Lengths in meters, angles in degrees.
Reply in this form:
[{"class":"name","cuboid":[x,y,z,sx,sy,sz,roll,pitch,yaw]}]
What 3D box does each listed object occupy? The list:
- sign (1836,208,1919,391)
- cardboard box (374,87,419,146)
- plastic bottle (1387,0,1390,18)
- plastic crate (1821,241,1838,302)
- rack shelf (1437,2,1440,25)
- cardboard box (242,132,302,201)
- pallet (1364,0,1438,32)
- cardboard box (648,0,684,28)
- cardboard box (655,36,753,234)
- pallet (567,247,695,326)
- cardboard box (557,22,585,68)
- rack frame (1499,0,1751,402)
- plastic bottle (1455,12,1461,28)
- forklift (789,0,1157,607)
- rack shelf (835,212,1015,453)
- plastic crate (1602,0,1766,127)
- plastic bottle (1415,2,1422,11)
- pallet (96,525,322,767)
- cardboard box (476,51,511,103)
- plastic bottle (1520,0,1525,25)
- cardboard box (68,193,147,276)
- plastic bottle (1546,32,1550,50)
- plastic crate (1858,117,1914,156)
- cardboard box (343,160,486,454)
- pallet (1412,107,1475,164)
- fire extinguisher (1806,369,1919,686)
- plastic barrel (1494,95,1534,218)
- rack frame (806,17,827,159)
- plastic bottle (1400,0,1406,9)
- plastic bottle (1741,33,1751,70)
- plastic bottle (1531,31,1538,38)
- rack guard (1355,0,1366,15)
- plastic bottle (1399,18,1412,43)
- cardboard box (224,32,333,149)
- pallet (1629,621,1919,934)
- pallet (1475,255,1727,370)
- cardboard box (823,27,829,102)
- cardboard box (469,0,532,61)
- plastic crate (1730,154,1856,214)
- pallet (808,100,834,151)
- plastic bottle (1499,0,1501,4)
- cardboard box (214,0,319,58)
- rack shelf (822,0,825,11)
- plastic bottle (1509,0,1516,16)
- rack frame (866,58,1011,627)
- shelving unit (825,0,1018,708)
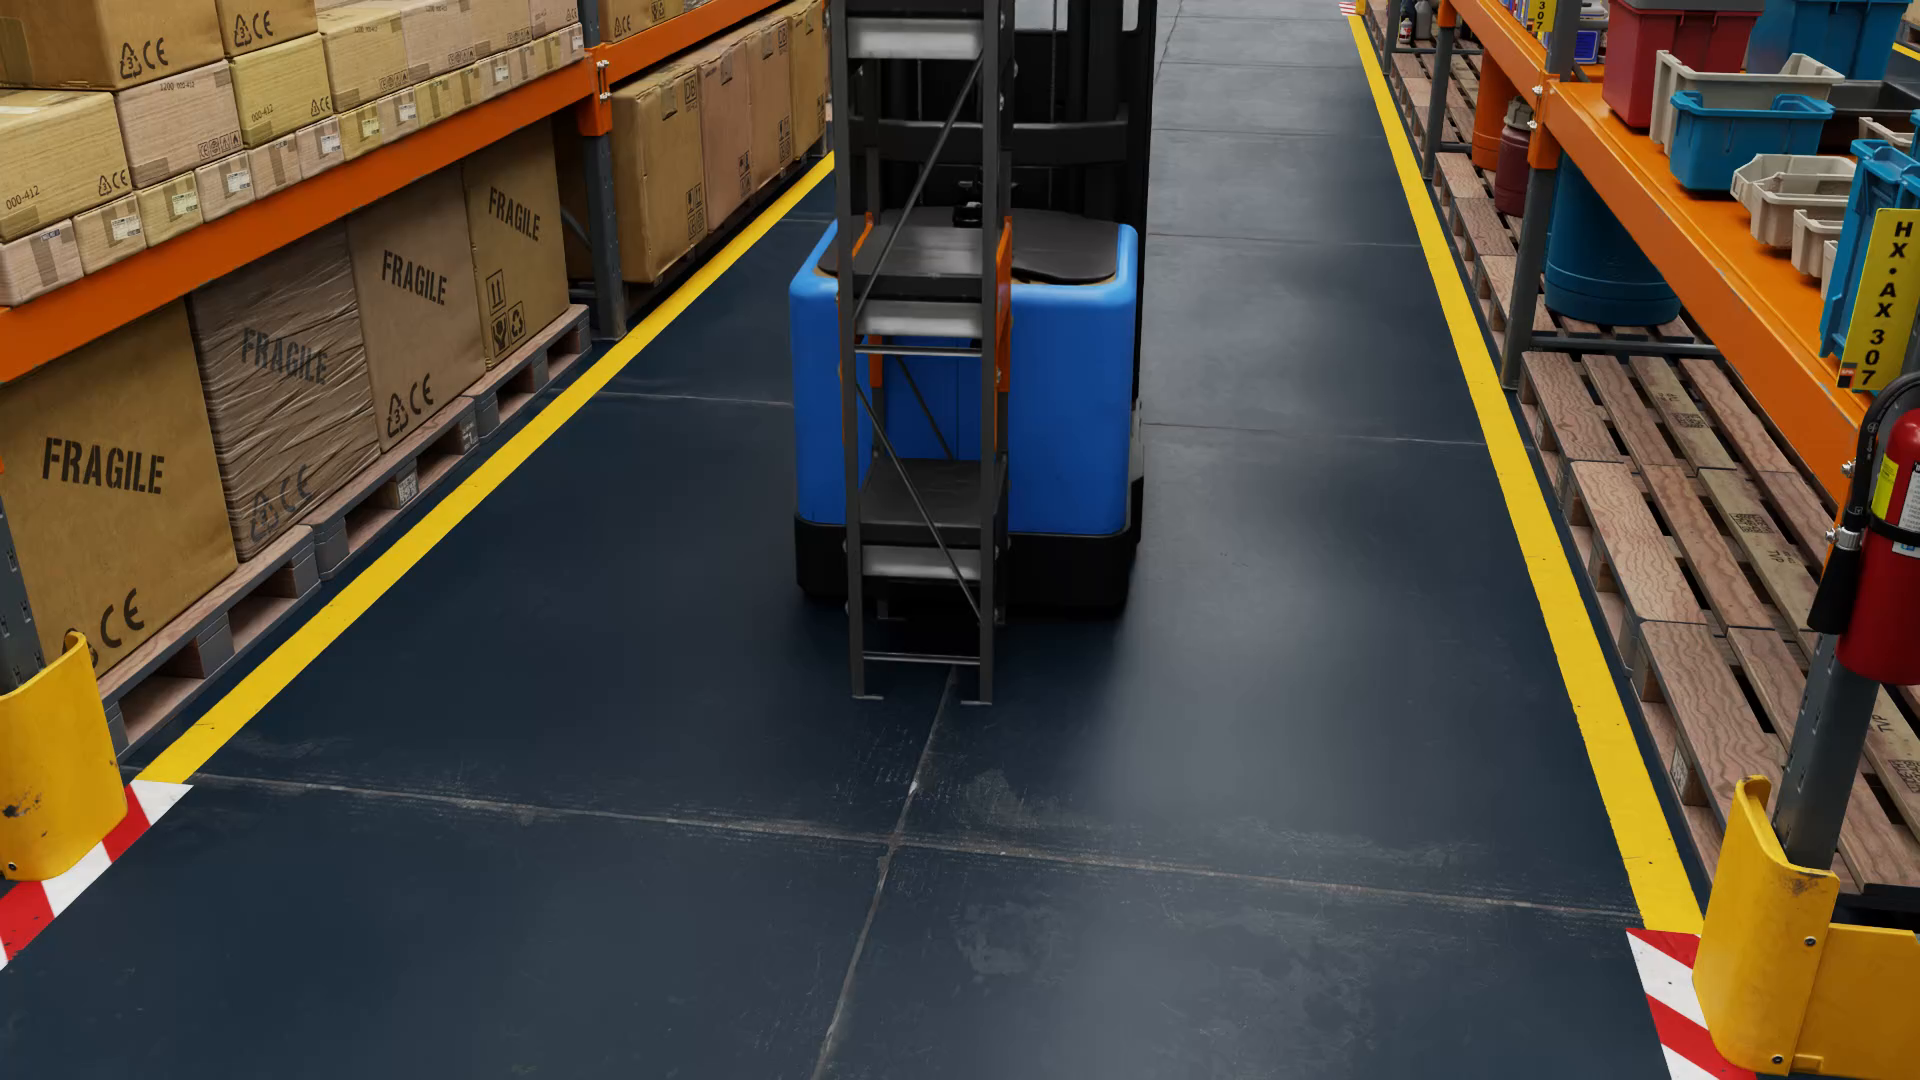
[{"class":"sign","cuboid":[1.622,-0.417,2.911,0.100,0.325,0.005,4,25,9]},{"class":"cardboard box","cuboid":[-2.044,-1.420,5.542,0.380,0.149,0.250,4,25,9]},{"class":"plastic bottle","cuboid":[4.124,-5.143,15.884,0.061,0.283,0.133,4,25,9]},{"class":"plastic crate","cuboid":[2.122,-0.573,3.677,0.396,0.136,0.243,4,25,9]},{"class":"rack shelf","cuboid":[3.802,-4.169,11.966,1.077,0.370,4.000,4,25,9]},{"class":"cardboard box","cuboid":[-2.169,-1.097,4.852,0.380,0.149,0.250,4,25,7]},{"class":"pallet","cuboid":[4.679,-5.366,16.966,1.003,0.211,1.213,4,25,9]},{"class":"cardboard box","cuboid":[-1.662,-2.759,7.988,0.500,0.500,0.500,4,25,9]},{"class":"cardboard box","cuboid":[-1.835,-2.199,8.920,1.225,0.875,0.875,3,25,7]},{"class":"pallet","cuboid":[-2.013,-1.393,8.477,1.003,0.211,1.213,4,25,9]},{"class":"cardboard box","cuboid":[-1.792,-2.064,6.918,0.380,0.149,0.250,4,25,9]},{"class":"rack frame","cuboid":[2.822,-1.985,6.453,1.000,3.000,0.127,4,25,9]},{"class":"plastic bottle","cuboid":[4.620,-4.862,15.293,0.152,0.276,0.135,4,25,9]},{"class":"forklift","cuboid":[0.147,-1.710,5.946,1.130,2.935,3.031,2,25,5]},{"class":"rack shelf","cuboid":[-0.084,-0.576,4.535,0.431,0.518,0.480,2,25,5]},{"class":"plastic crate","cuboid":[2.428,-1.685,5.666,0.402,0.464,0.583,4,25,9]},{"class":"plastic bottle","cuboid":[4.131,-4.666,14.875,0.152,0.276,0.135,4,25,9]},{"class":"pallet","cuboid":[-2.665,0.268,4.929,1.003,0.211,1.213,4,25,9]},{"class":"cardboard box","cuboid":[-1.918,-1.742,6.229,0.380,0.149,0.250,4,25,9]},{"class":"plastic bottle","cuboid":[2.723,-2.553,7.900,0.097,0.201,0.097,0,25,0]},{"class":"cardboard box","cuboid":[-2.294,-0.774,4.163,0.380,0.149,0.250,4,25,8]},{"class":"plastic bottle","cuboid":[2.560,-2.219,7.091,0.061,0.283,0.133,4,25,9]},{"class":"plastic crate","cuboid":[2.833,-1.144,4.895,0.293,0.136,0.466,4,25,9]},{"class":"cardboard box","cuboid":[-2.399,-0.909,6.165,0.875,0.875,0.875,4,25,9]},{"class":"pallet","cuboid":[3.640,-2.716,11.304,1.003,0.211,1.213,4,25,9]},{"class":"fire extinguisher","cuboid":[1.695,-0.077,2.906,0.296,0.674,0.183,4,25,9]},{"class":"plastic barrel","cuboid":[3.228,-2.078,9.000,0.600,0.588,0.708,4,25,9]},{"class":"rack frame","cuboid":[-1.411,-4.001,10.760,1.000,3.000,0.127,4,25,9]},{"class":"plastic bottle","cuboid":[3.981,-4.700,14.859,0.144,0.351,0.185,3,25,6]},{"class":"plastic bottle","cuboid":[3.205,-2.104,6.766,0.144,0.351,0.185,4,25,9]},{"class":"plastic bottle","cuboid":[2.679,-2.447,7.498,0.144,0.351,0.185,4,25,9]},{"class":"rack guard","cuboid":[4.817,-5.837,17.630,1.175,0.500,0.348,4,25,9]},{"class":"plastic bottle","cuboid":[3.881,-4.436,14.471,0.097,0.201,0.097,0,25,0]},{"class":"cardboard box","cuboid":[-2.210,-1.332,4.883,0.500,0.250,0.500,3,25,7]},{"class":"pallet","cuboid":[2.341,0.609,4.201,1.003,0.211,1.213,4,25,9]},{"class":"pallet","cuboid":[2.989,-1.042,7.727,1.003,0.211,1.213,4,25,9]},{"class":"cardboard box","cuboid":[-1.321,-3.350,11.798,0.700,0.500,0.500,3,25,6]},{"class":"cardboard box","cuboid":[-1.960,-1.976,6.258,0.500,0.250,0.500,5,26,10]},{"class":"plastic crate","cuboid":[2.236,-0.937,4.454,0.298,0.136,0.250,4,25,9]},{"class":"pallet","cuboid":[-1.282,-3.065,12.049,1.003,0.211,1.213,4,25,9]},{"class":"plastic bottle","cuboid":[2.851,-2.911,8.584,0.097,0.271,0.097,0,25,0]},{"class":"cardboard box","cuboid":[-2.213,-1.670,4.721,0.500,0.500,0.500,3,25,7]},{"class":"rack shelf","cuboid":[-1.084,-4.512,12.699,1.077,0.370,4.000,4,25,9]},{"class":"plastic bottle","cuboid":[2.762,-2.736,8.195,0.061,0.283,0.133,4,25,9]},{"class":"rack frame","cuboid":[-0.059,-0.691,4.749,0.400,2.100,0.015,2,25,5]},{"class":"shelving unit","cuboid":[-0.084,-0.588,4.529,0.431,2.100,0.503,2,25,5]}]
